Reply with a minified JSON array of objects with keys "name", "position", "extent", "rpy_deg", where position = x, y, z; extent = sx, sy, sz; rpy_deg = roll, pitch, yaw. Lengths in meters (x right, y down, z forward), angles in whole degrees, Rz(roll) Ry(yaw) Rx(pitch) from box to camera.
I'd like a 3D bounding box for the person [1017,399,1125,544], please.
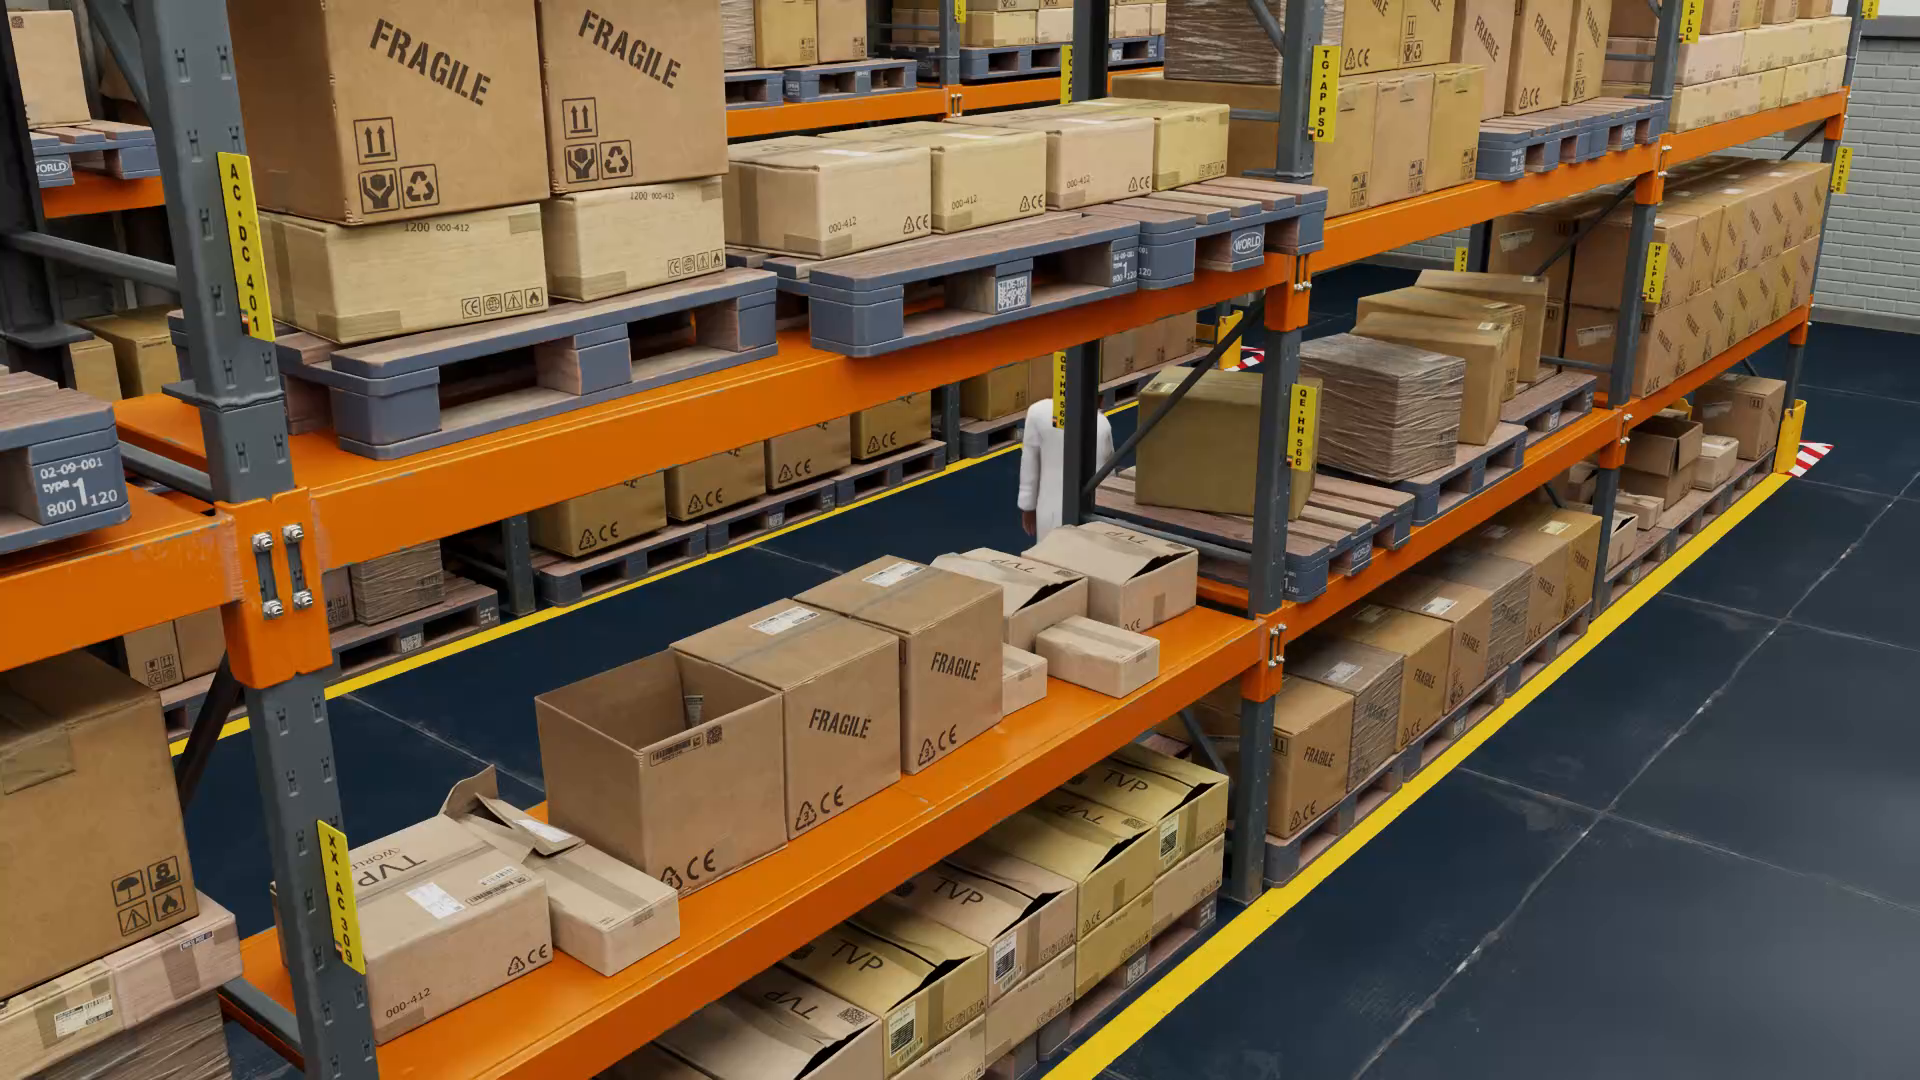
[{"name":"person","position":[0.673,-0.136,8.958],"extent":[0.656,1.800,0.524],"rpy_deg":[19,27,42]}]
